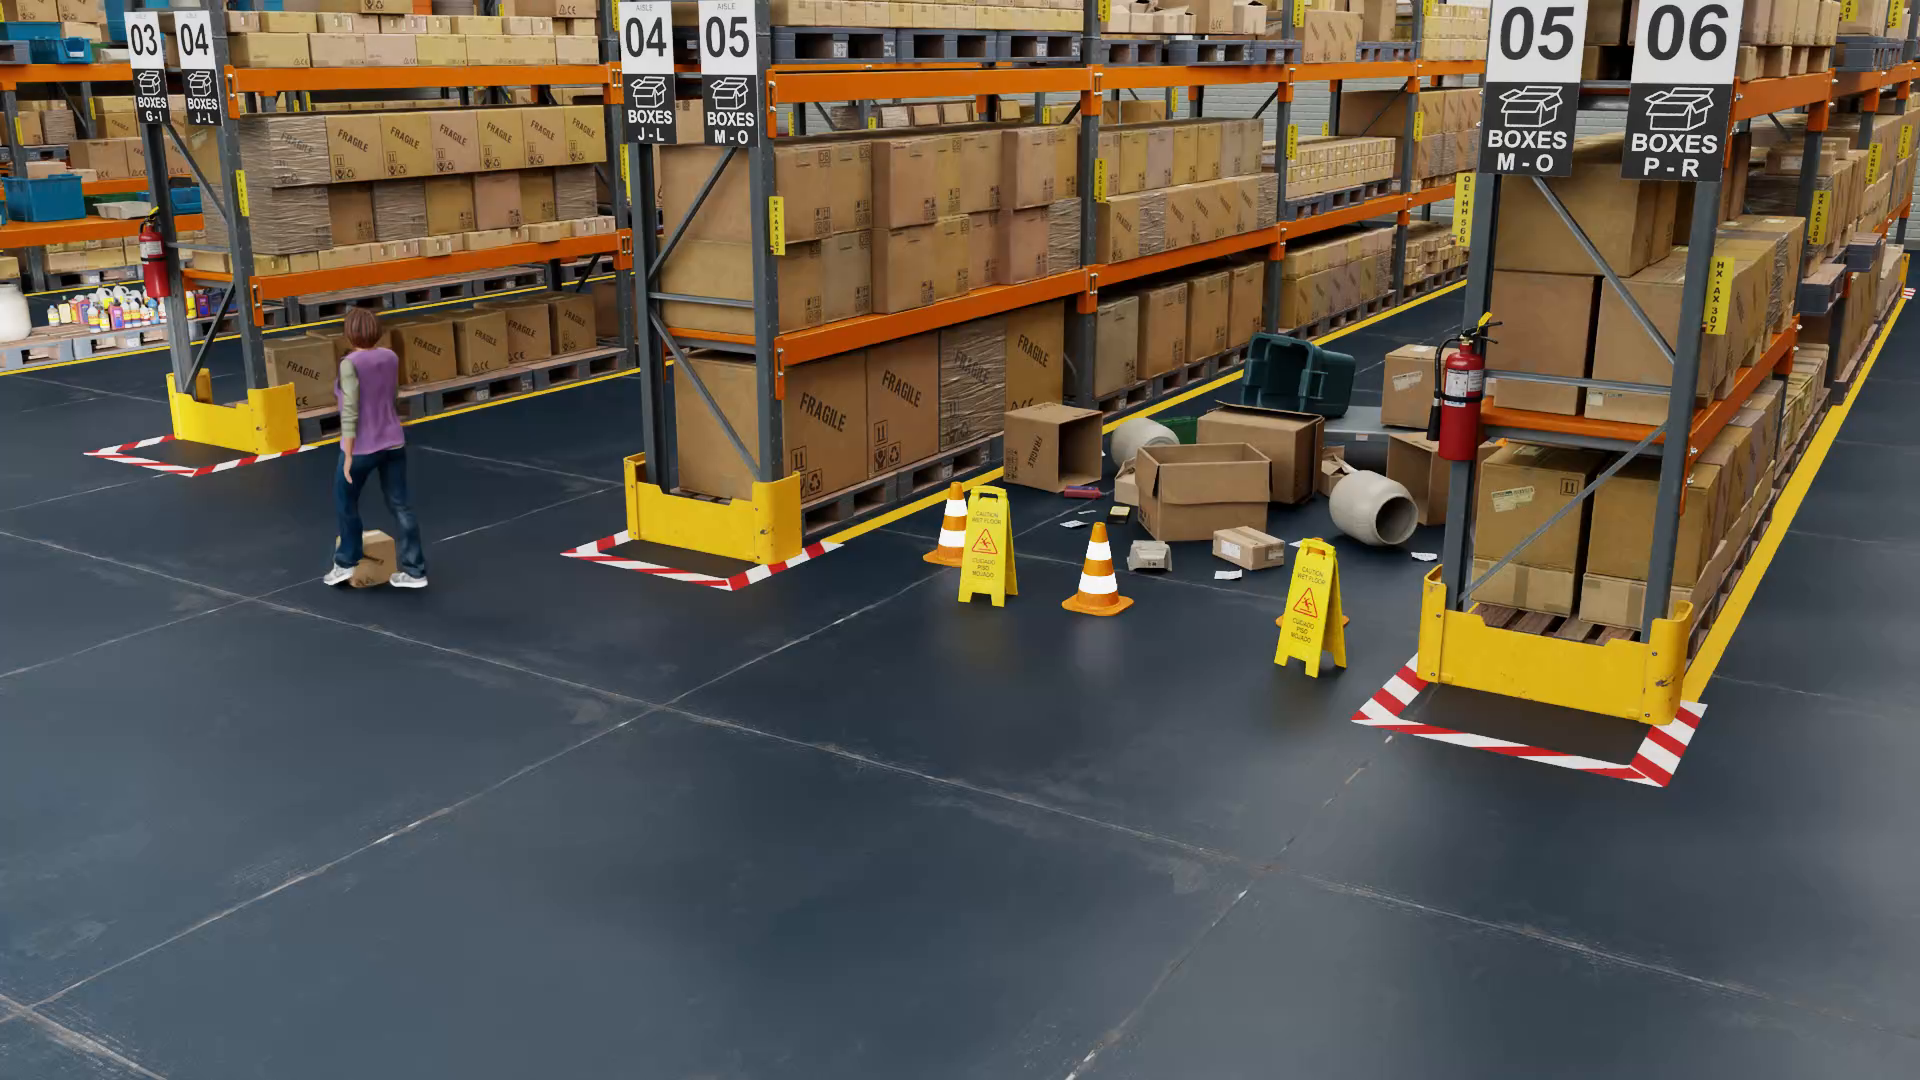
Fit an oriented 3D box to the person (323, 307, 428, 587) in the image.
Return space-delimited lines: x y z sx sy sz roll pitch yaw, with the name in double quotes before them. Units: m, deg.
"person" -3.305 -0.495 9.210 0.703 1.608 0.494 11 20 32
